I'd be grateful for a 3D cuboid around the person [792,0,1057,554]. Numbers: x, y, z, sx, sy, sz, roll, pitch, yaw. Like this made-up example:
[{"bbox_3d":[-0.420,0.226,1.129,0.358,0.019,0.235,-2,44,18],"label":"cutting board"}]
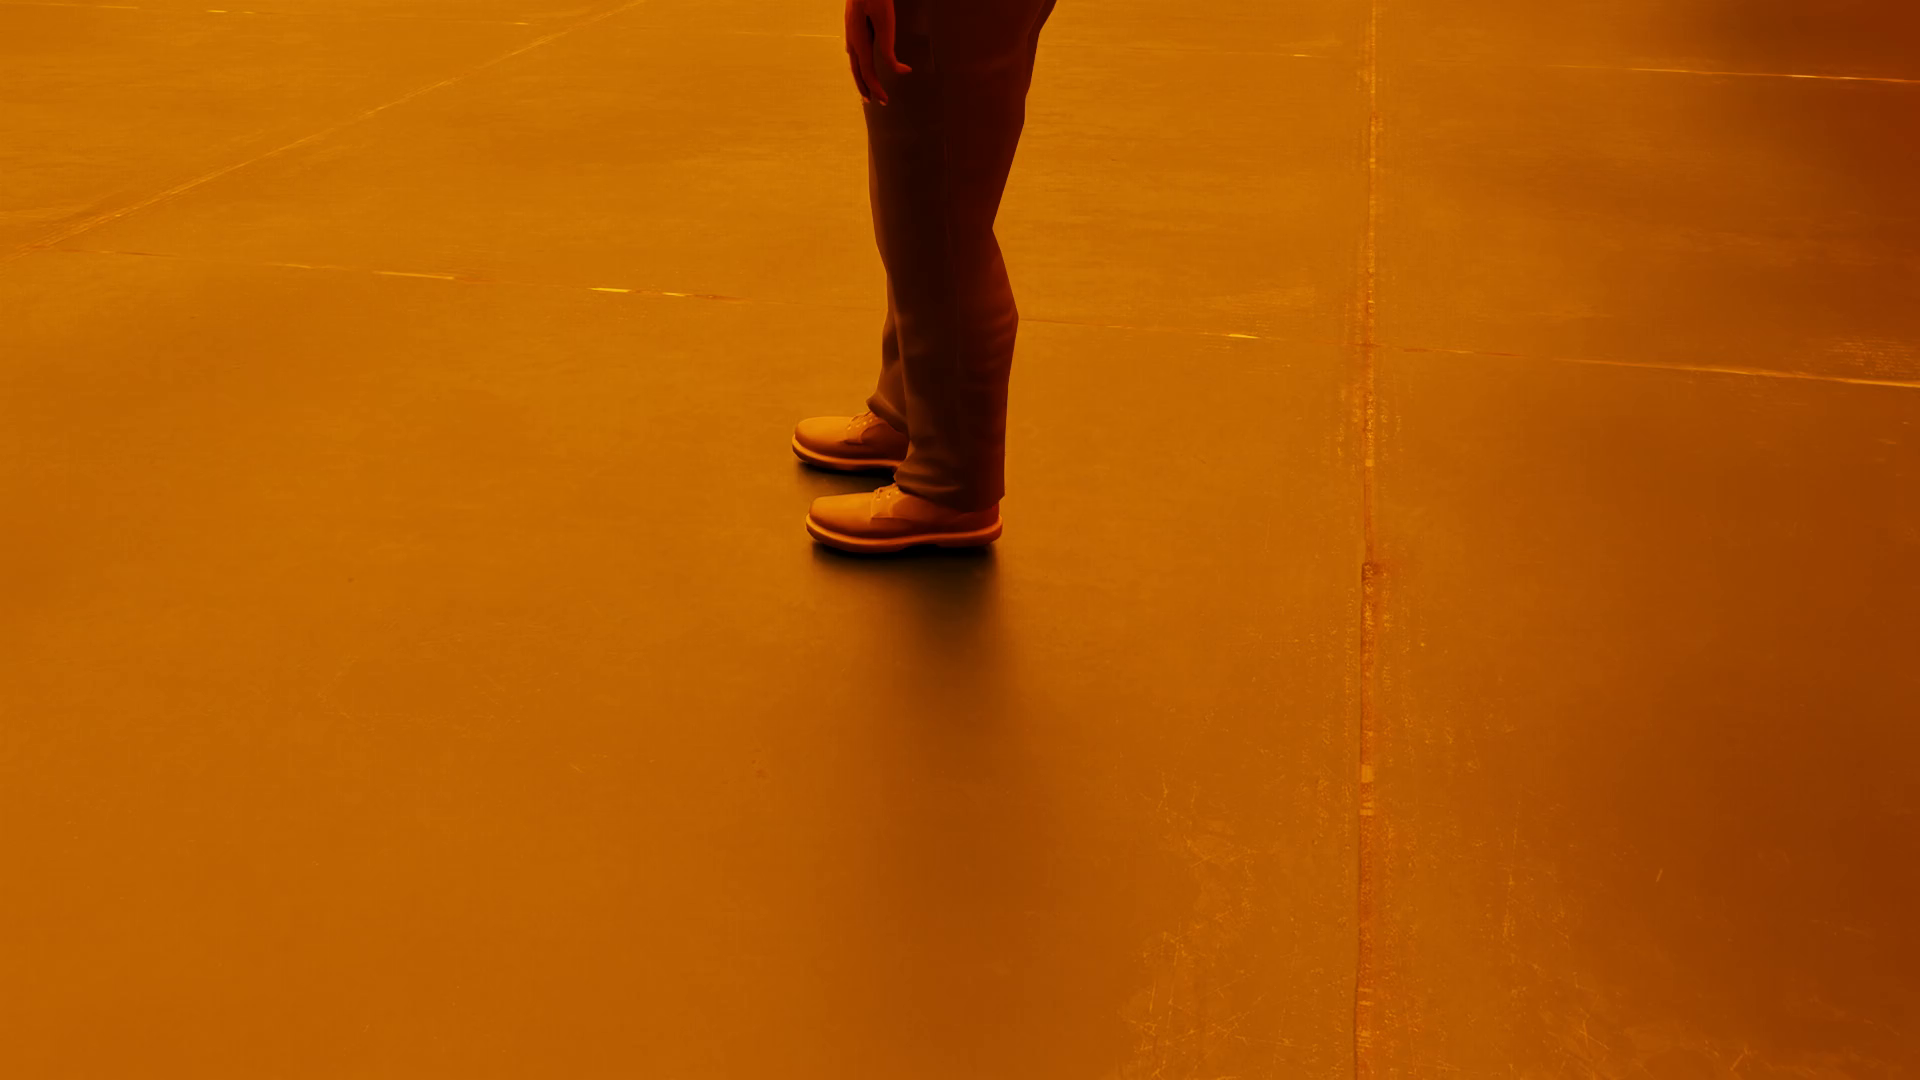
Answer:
[{"bbox_3d":[-0.081,-0.758,2.161,0.503,1.644,0.569,6,27,11],"label":"person"}]
